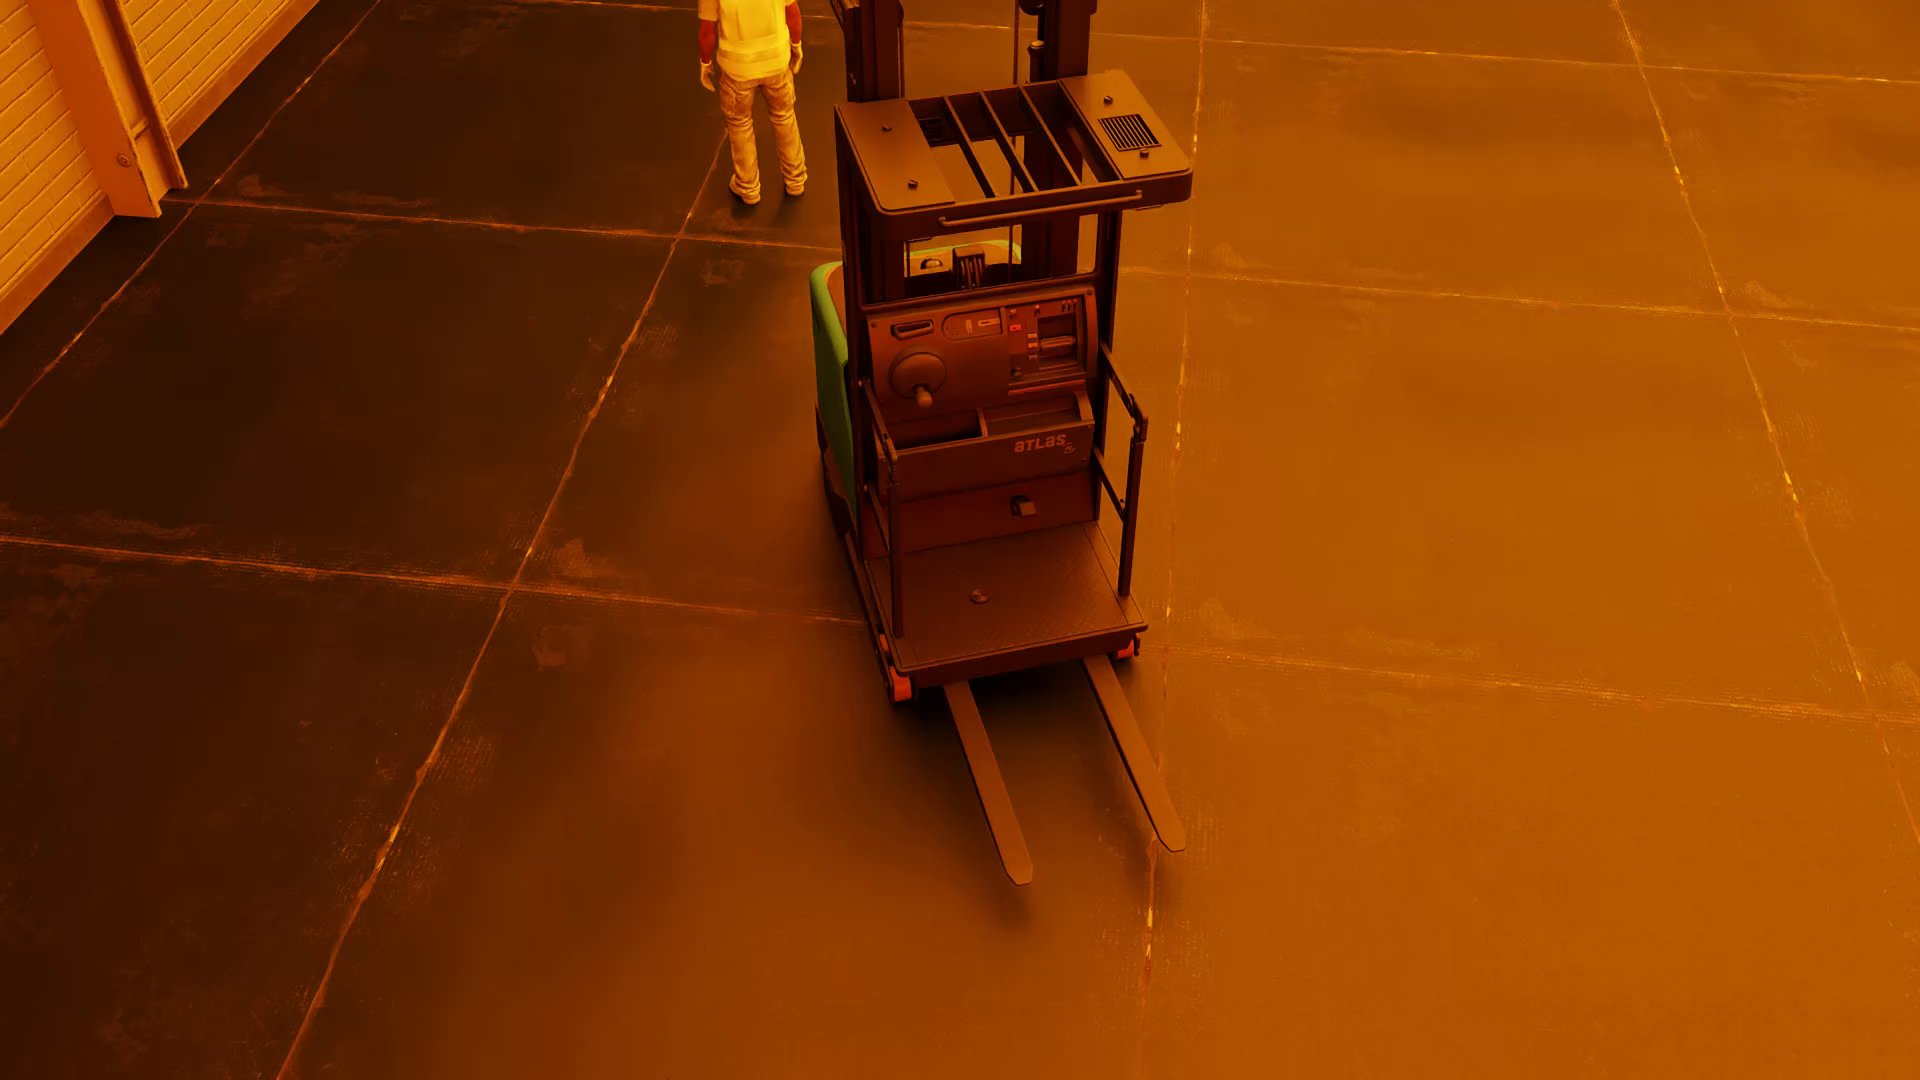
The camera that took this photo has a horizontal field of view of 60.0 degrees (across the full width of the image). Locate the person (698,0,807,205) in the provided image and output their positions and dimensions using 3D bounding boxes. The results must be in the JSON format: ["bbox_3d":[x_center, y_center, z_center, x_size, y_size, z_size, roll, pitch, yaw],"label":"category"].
[{"bbox_3d":[-1.206,-2.789,9.619,0.626,1.773,0.451,-16,45,-16],"label":"person"}]

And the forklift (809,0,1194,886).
[{"bbox_3d":[0.153,-0.681,6.465,1.130,2.935,3.031,-10,44,-11],"label":"forklift"}]
